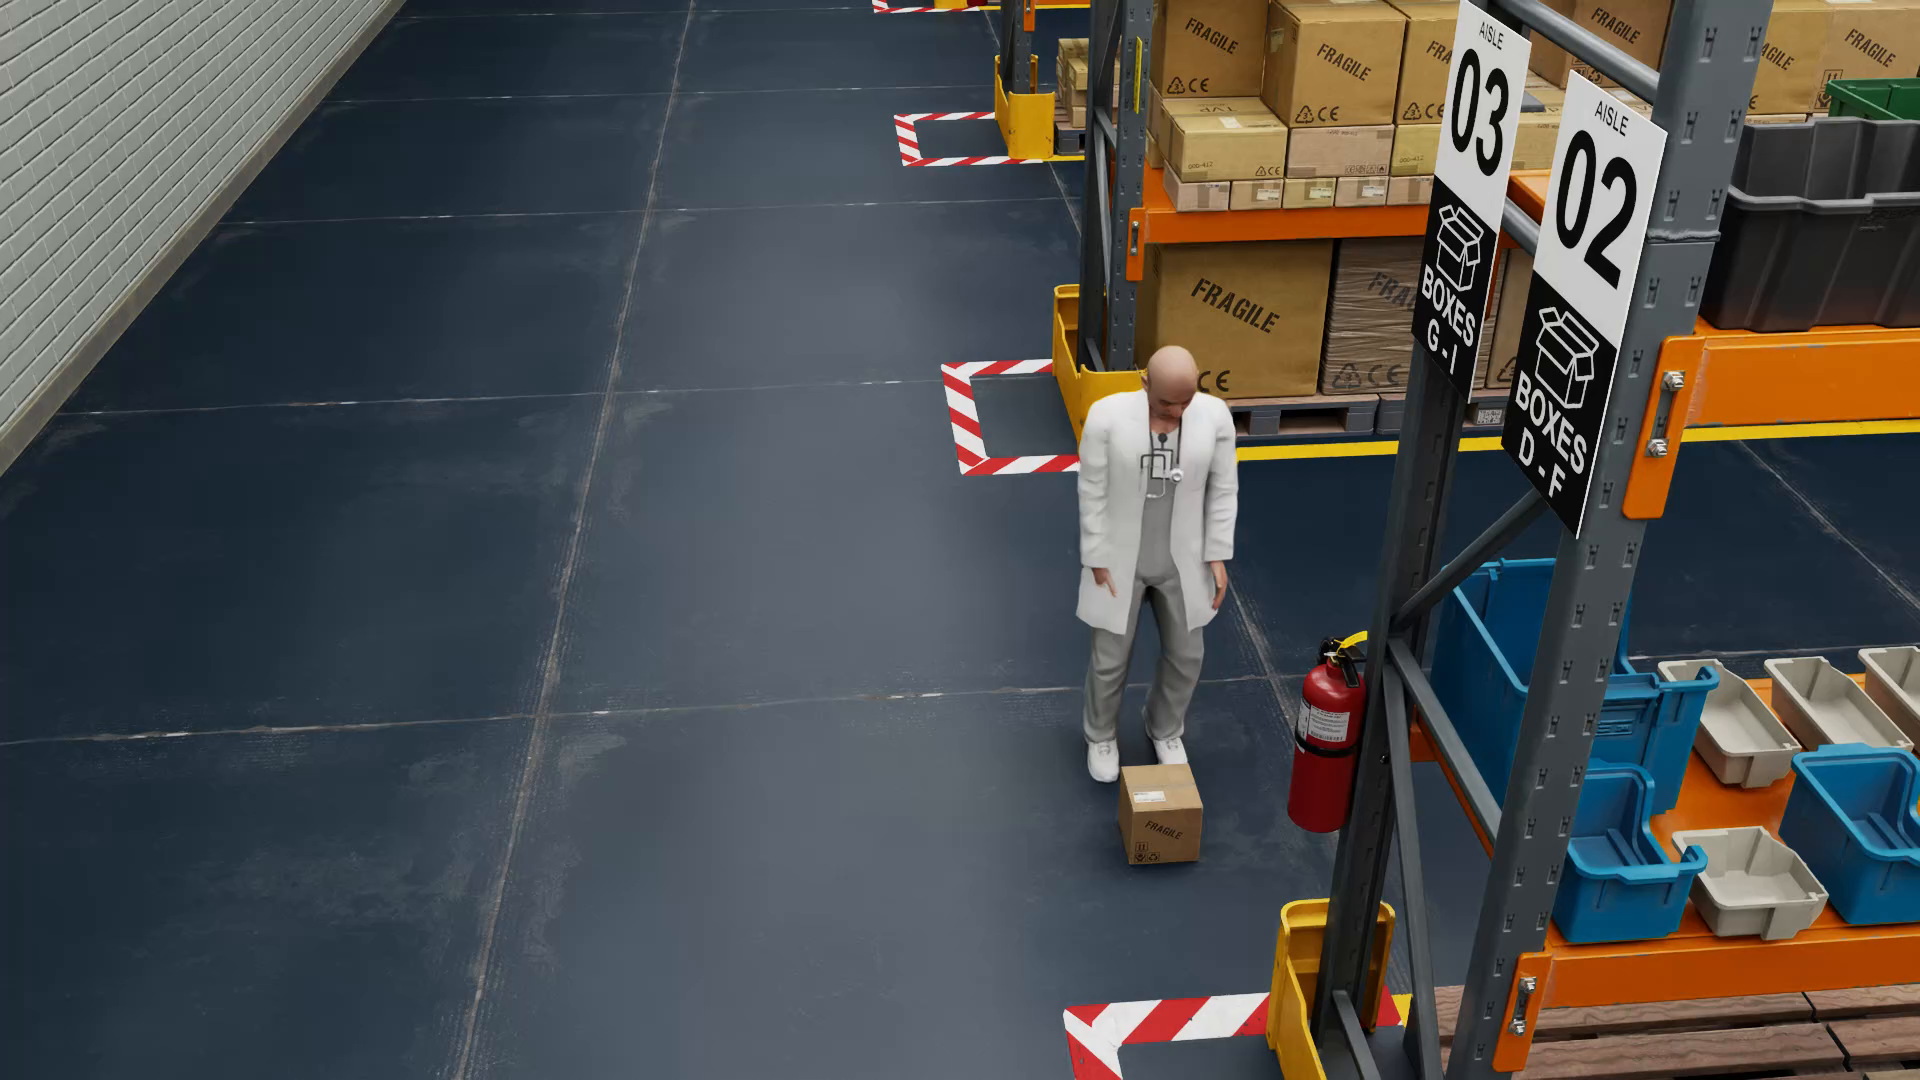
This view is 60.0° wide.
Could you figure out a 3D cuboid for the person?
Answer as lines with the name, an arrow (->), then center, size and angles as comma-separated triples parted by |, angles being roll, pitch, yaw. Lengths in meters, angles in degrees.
person -> 0.707, 0.087, 6.044 | 0.579, 1.747, 0.395 | -2, 31, -3
